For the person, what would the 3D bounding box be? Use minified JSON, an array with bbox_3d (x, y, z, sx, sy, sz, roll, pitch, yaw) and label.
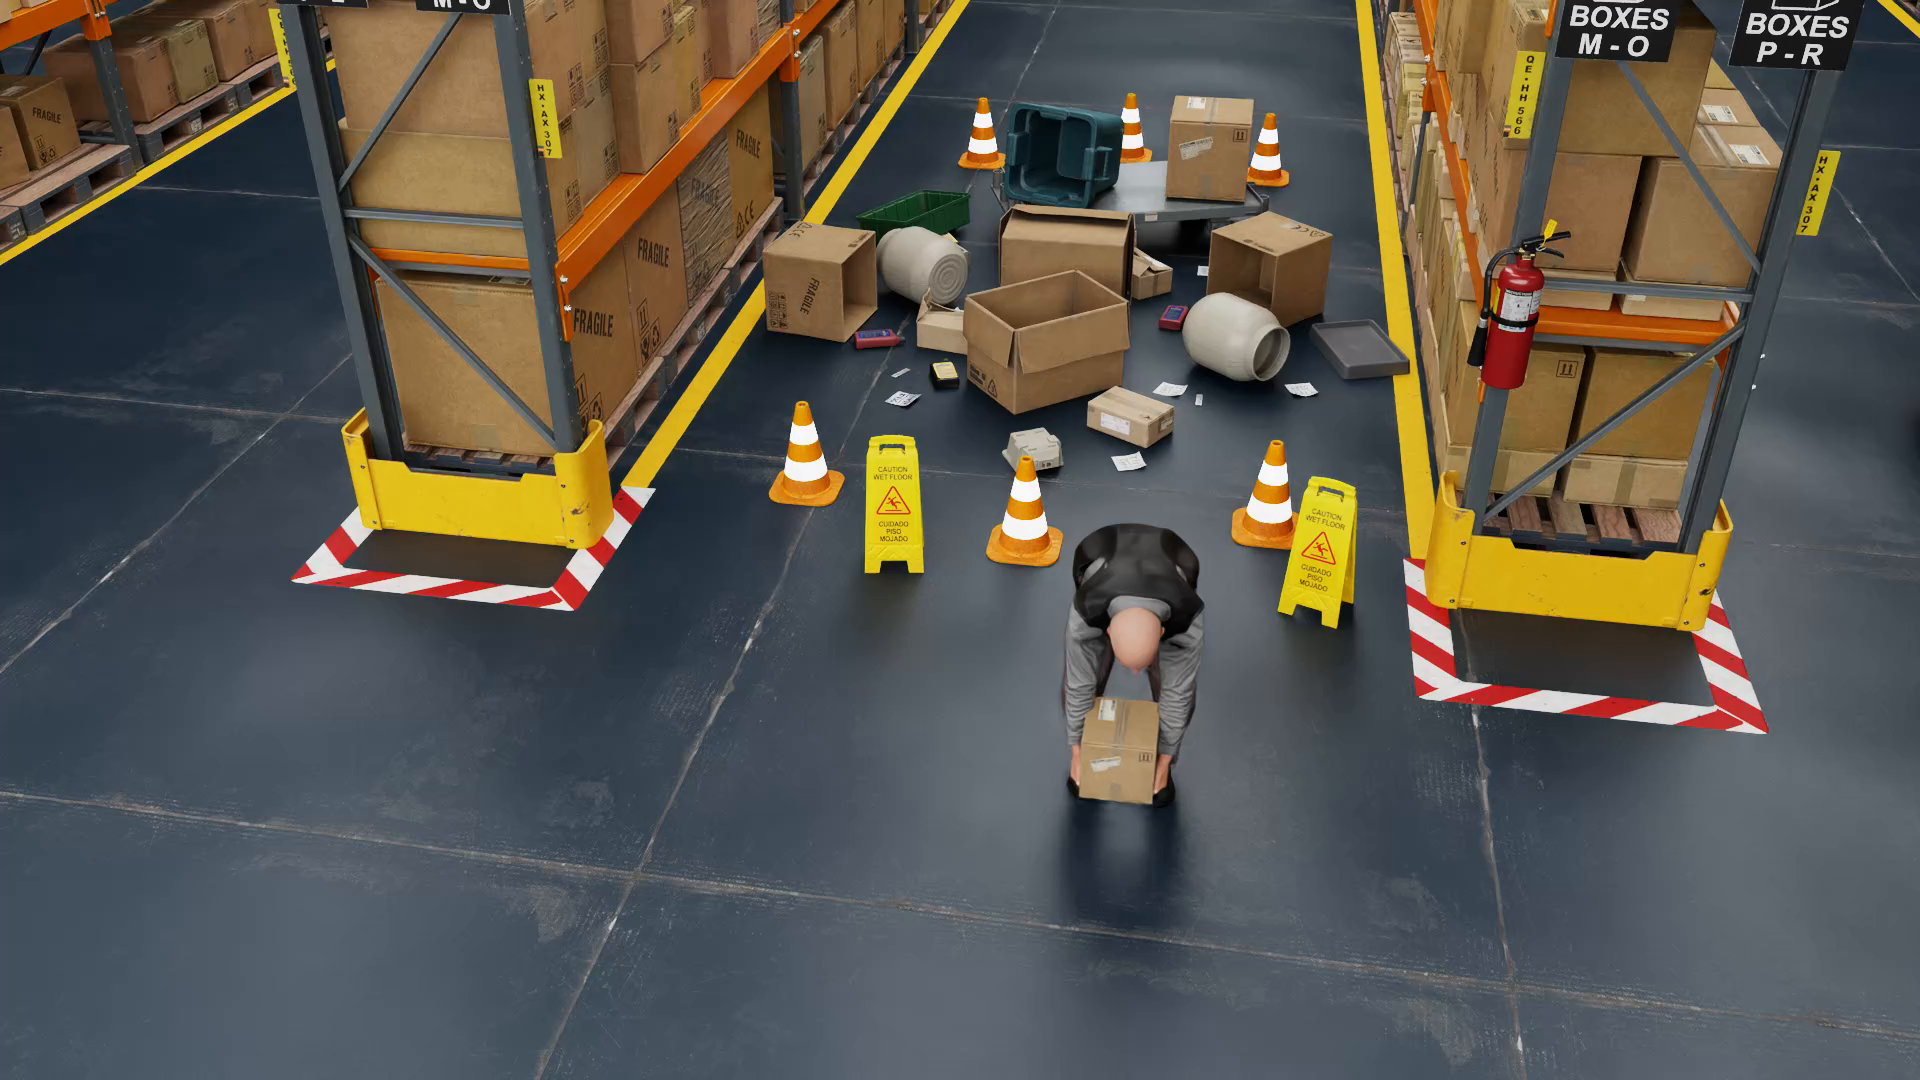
[{"bbox_3d":[0.594,0.523,5.855,0.485,1.164,0.937,4,32,6],"label":"person"}]
